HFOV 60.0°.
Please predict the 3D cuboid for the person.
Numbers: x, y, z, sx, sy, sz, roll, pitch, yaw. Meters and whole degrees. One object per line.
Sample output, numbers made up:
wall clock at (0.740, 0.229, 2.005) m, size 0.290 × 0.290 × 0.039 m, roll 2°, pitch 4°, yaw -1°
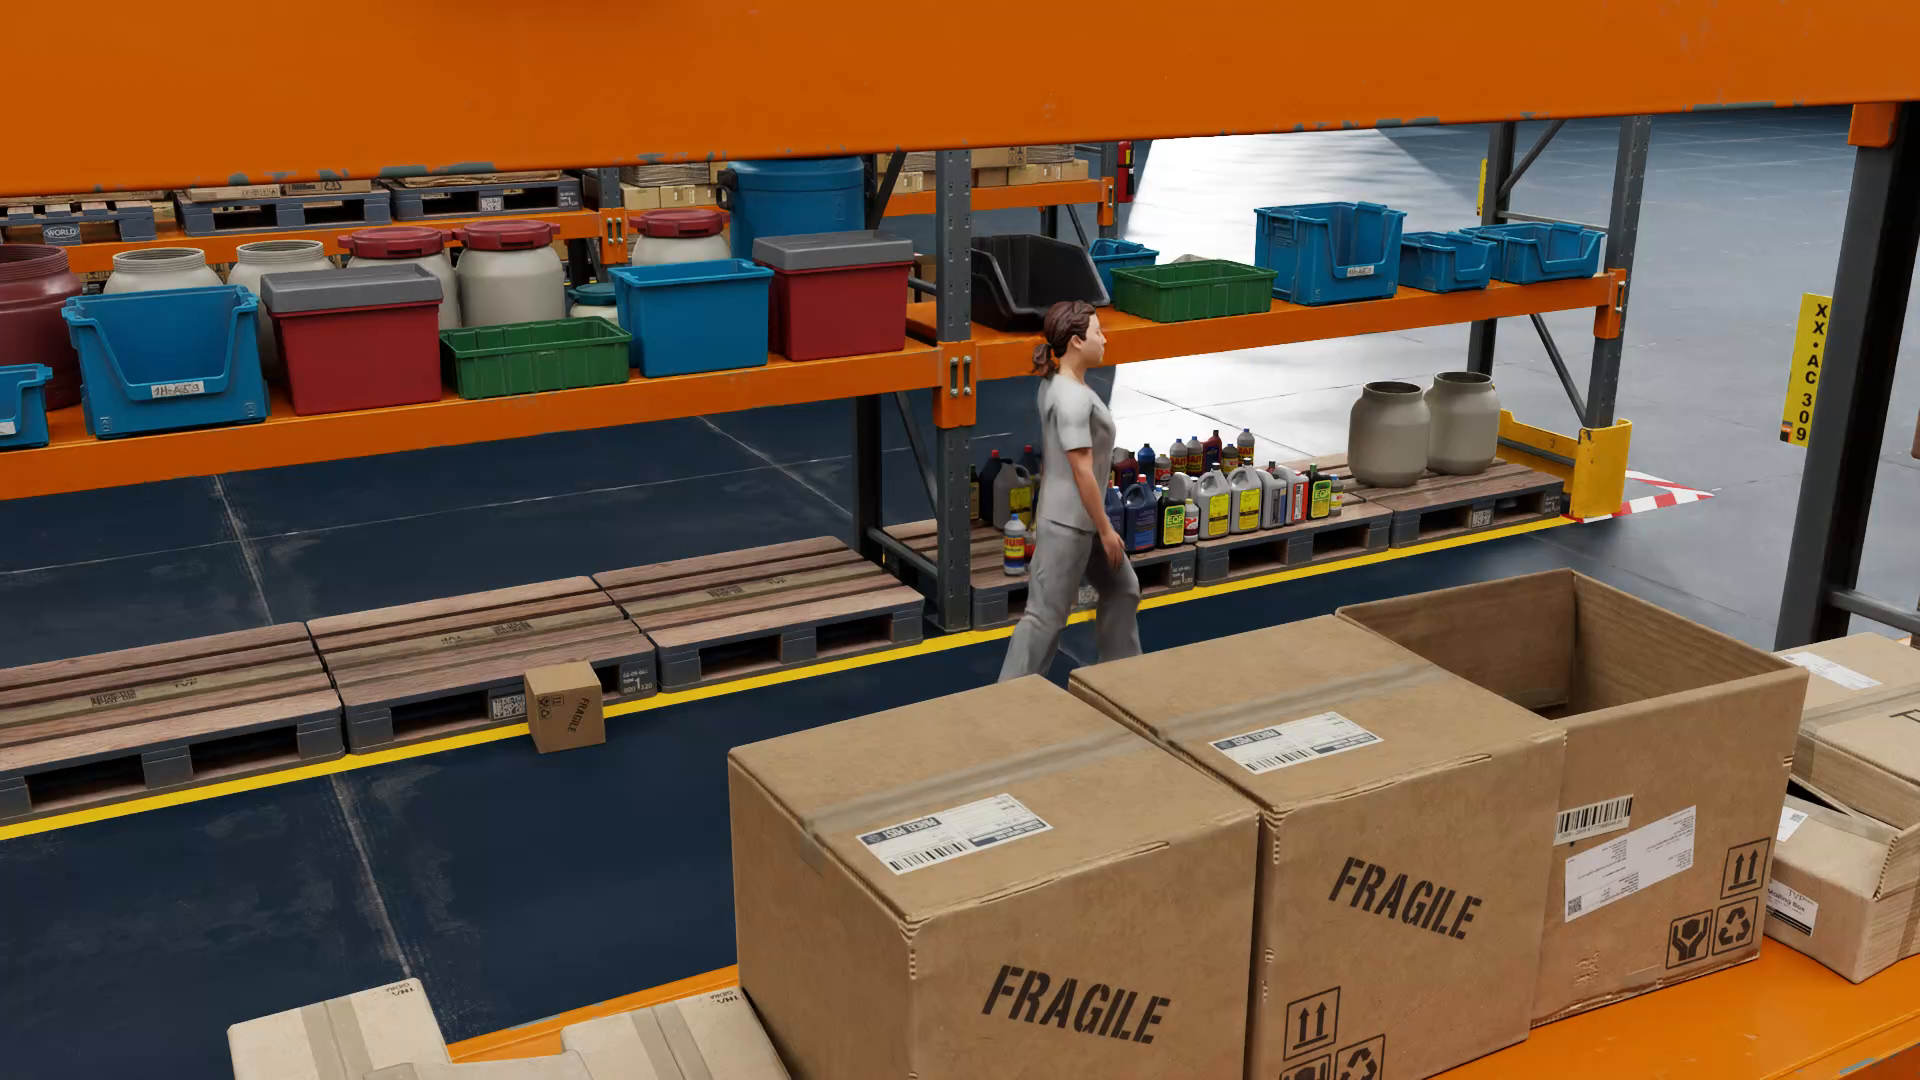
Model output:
person at (0.462, -0.039, 6.237) m, size 0.691 × 1.719 × 0.501 m, roll 0°, pitch 19°, yaw 1°
